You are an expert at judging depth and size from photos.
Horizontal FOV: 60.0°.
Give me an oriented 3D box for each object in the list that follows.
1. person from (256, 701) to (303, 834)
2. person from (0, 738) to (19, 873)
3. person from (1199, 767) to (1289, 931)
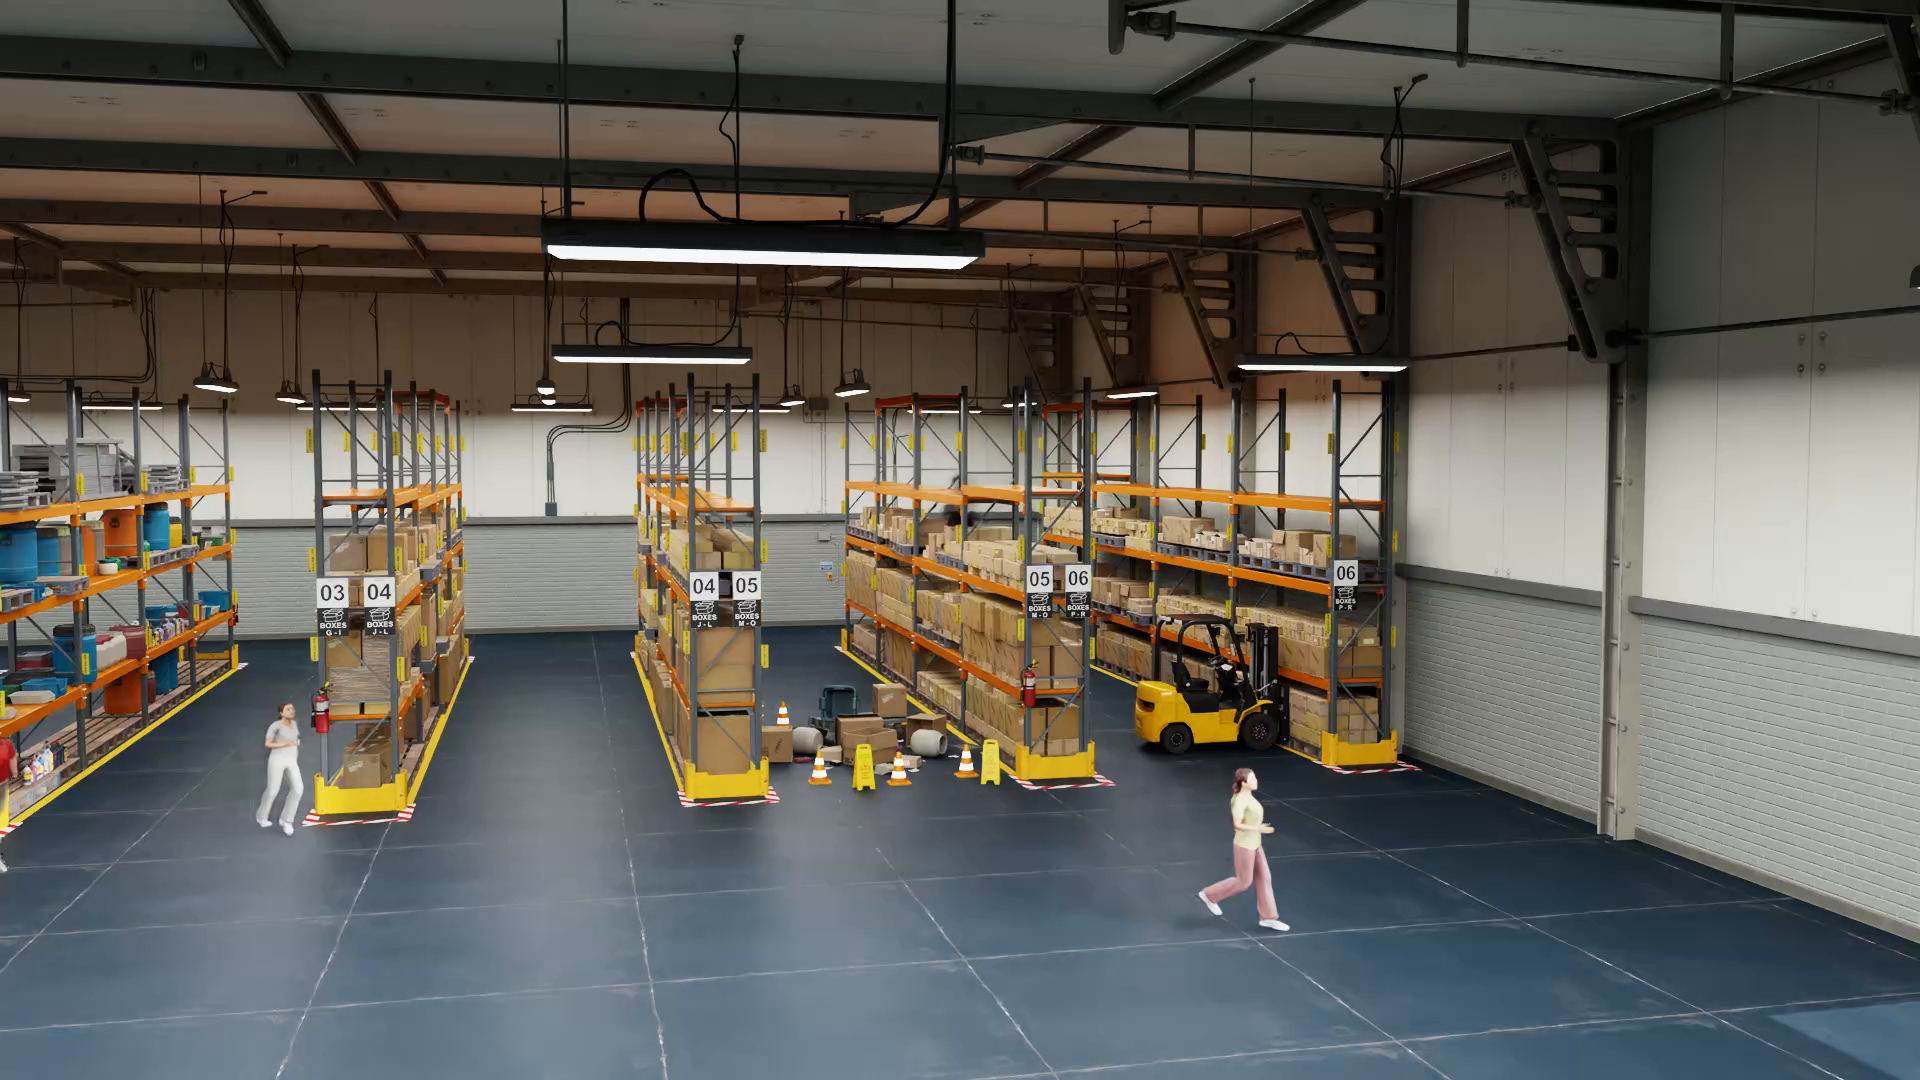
[{"bbox_3d":[-8.759,2.936,21.529,0.730,1.720,0.568,2,4,35],"label":"person"},{"bbox_3d":[-11.498,3.002,19.690,0.833,1.773,0.655,1,4,24],"label":"person"},{"bbox_3d":[2.941,3.170,17.162,0.934,1.664,0.578,1,4,23],"label":"person"}]
